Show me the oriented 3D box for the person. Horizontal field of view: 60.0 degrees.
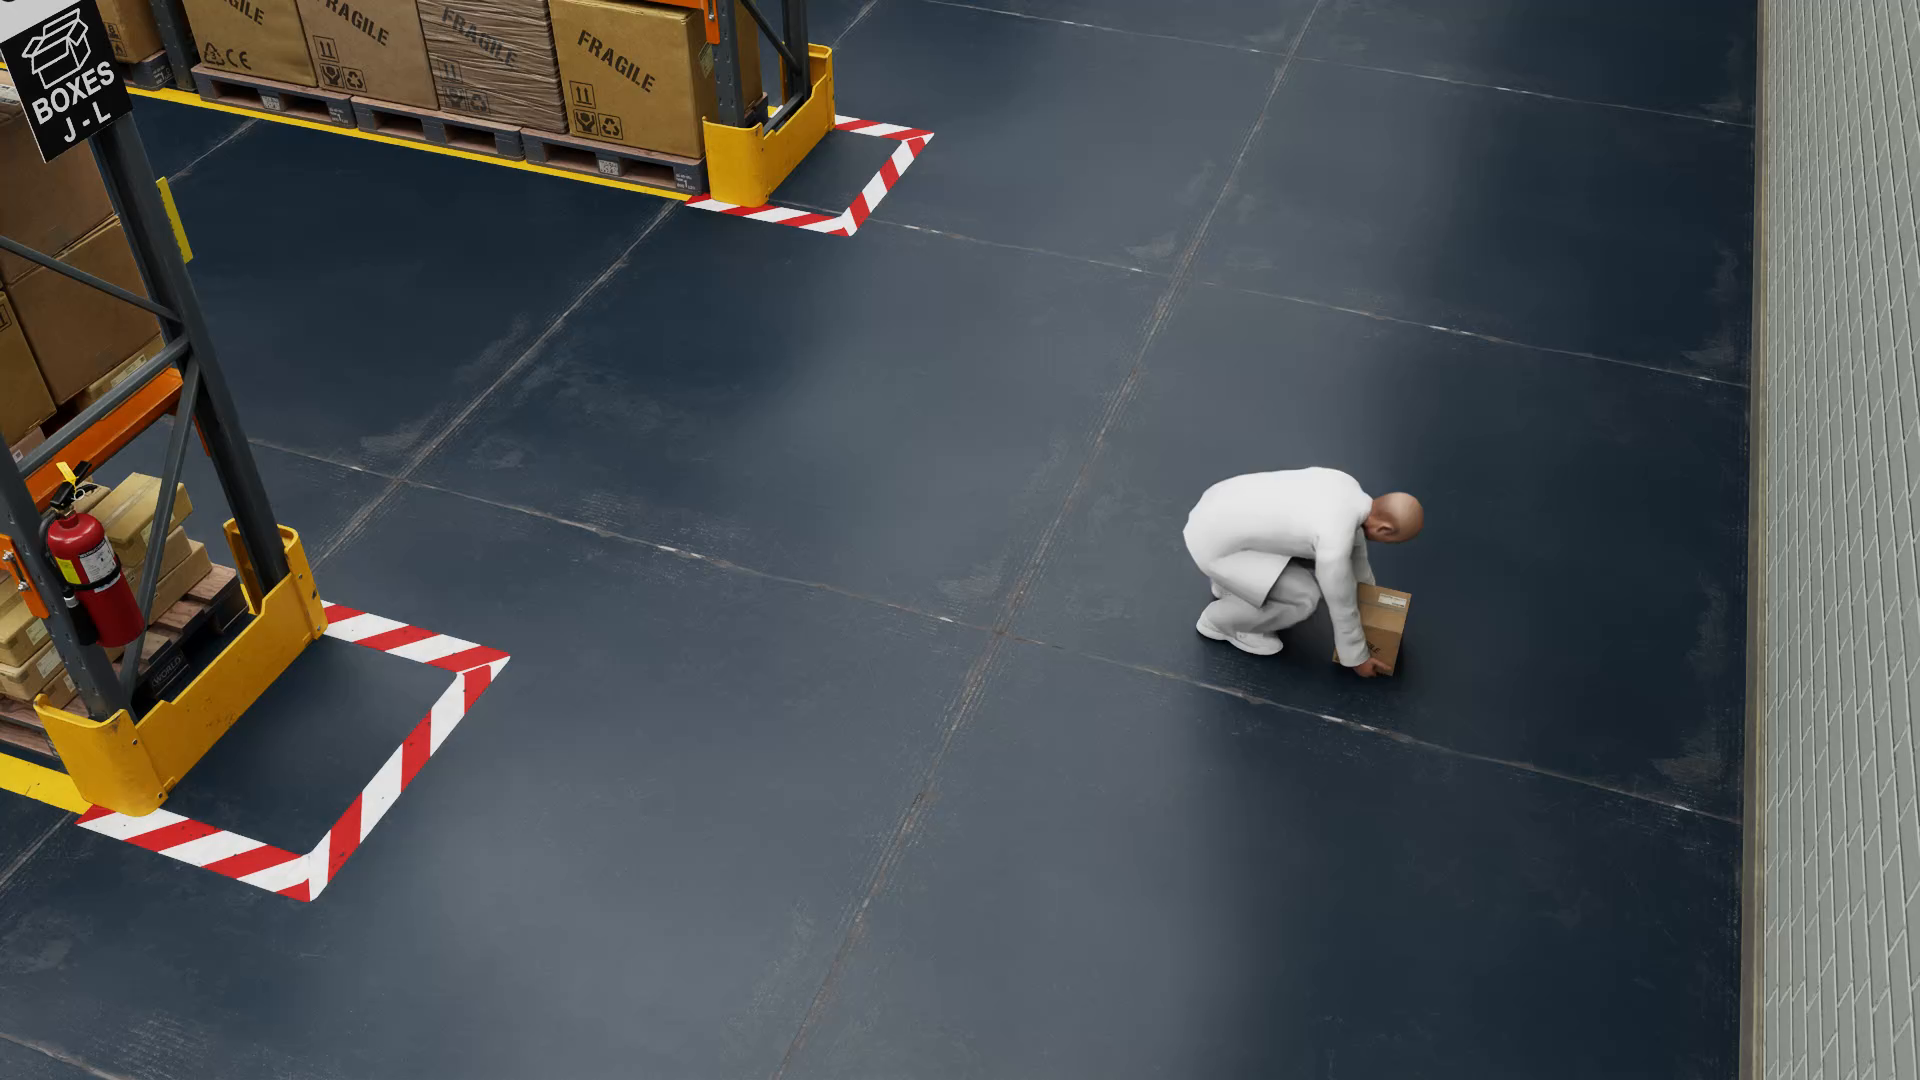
[{"bbox_3d":[1.383,0.094,6.844,0.938,0.827,0.577,13,43,14],"label":"person"}]
